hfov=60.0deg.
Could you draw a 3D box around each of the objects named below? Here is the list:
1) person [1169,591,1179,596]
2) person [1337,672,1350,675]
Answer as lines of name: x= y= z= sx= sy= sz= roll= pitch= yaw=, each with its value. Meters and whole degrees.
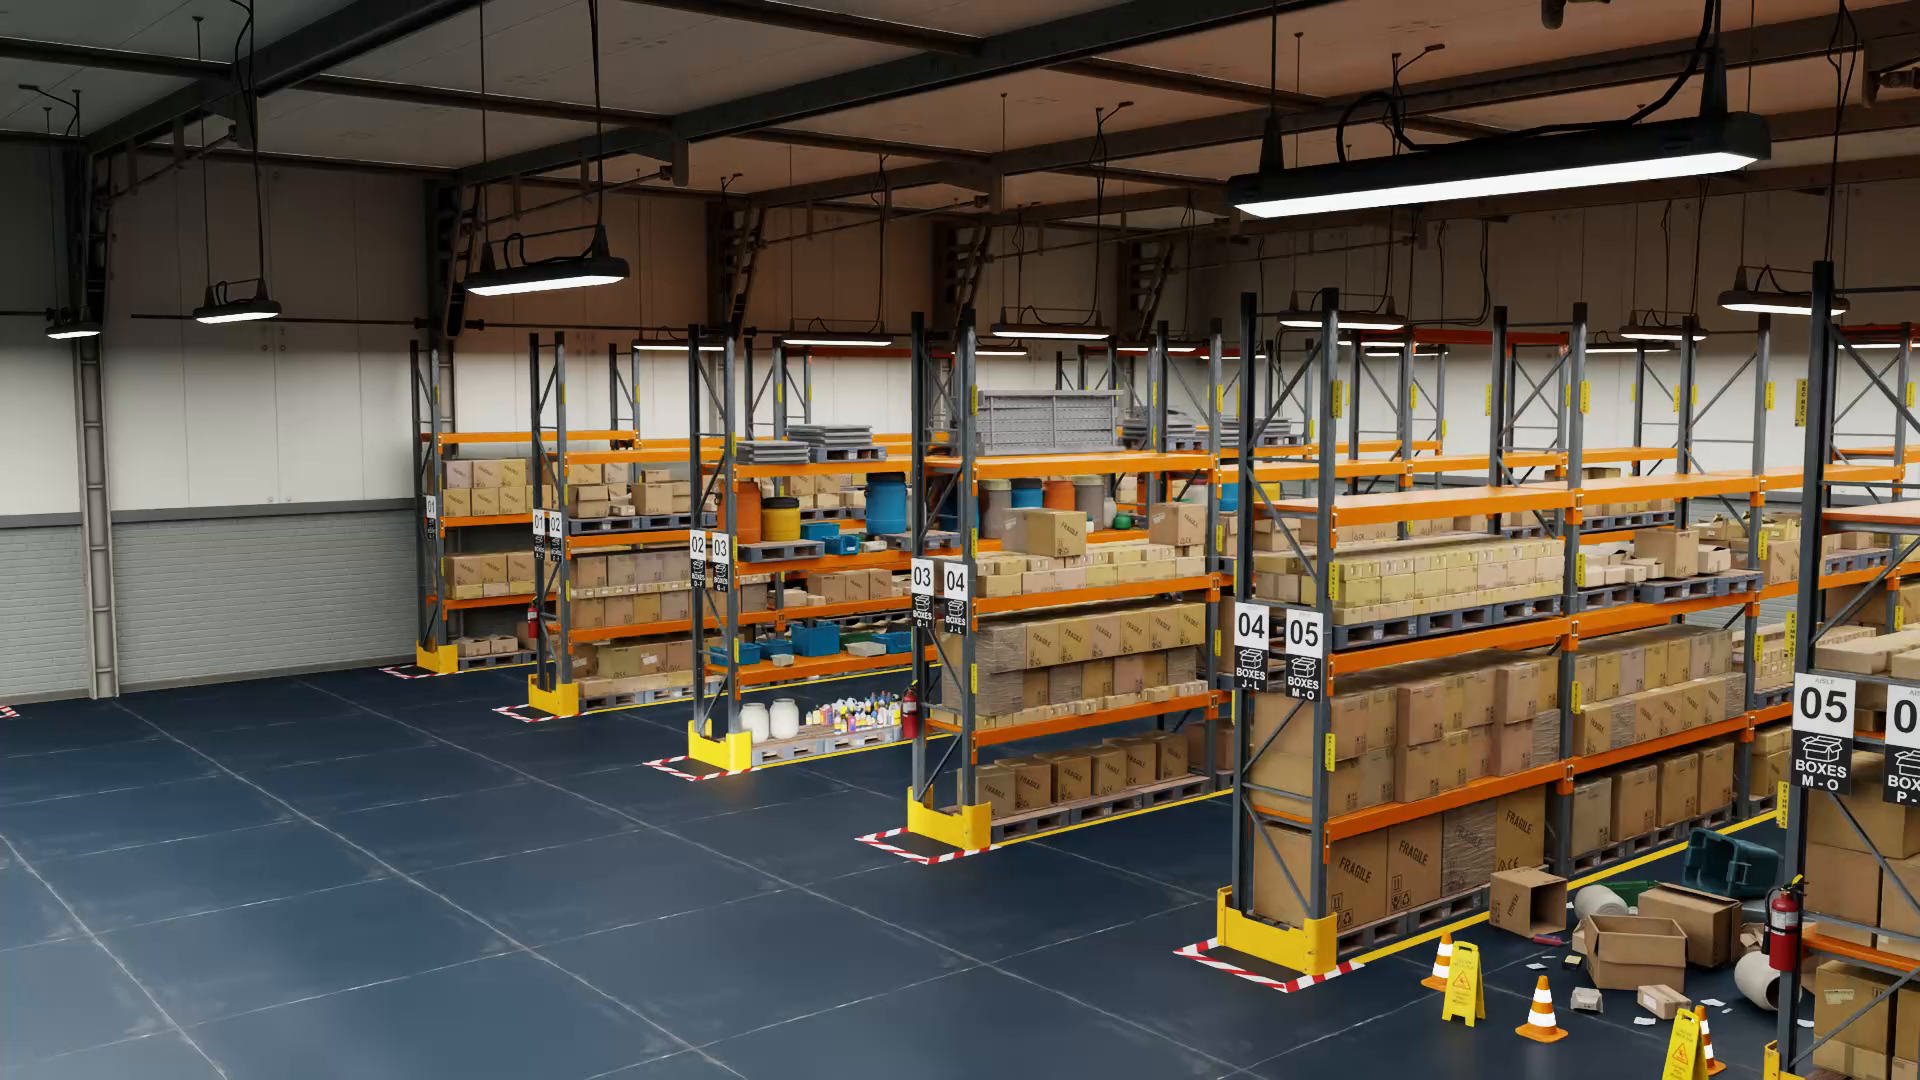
person: x=4.364 y=1.234 z=33.727 sx=0.948 sy=1.671 sz=0.607 roll=-4 pitch=7 yaw=-39
person: x=4.928 y=2.371 z=21.304 sx=0.939 sy=1.816 sz=0.557 roll=-4 pitch=7 yaw=-39
